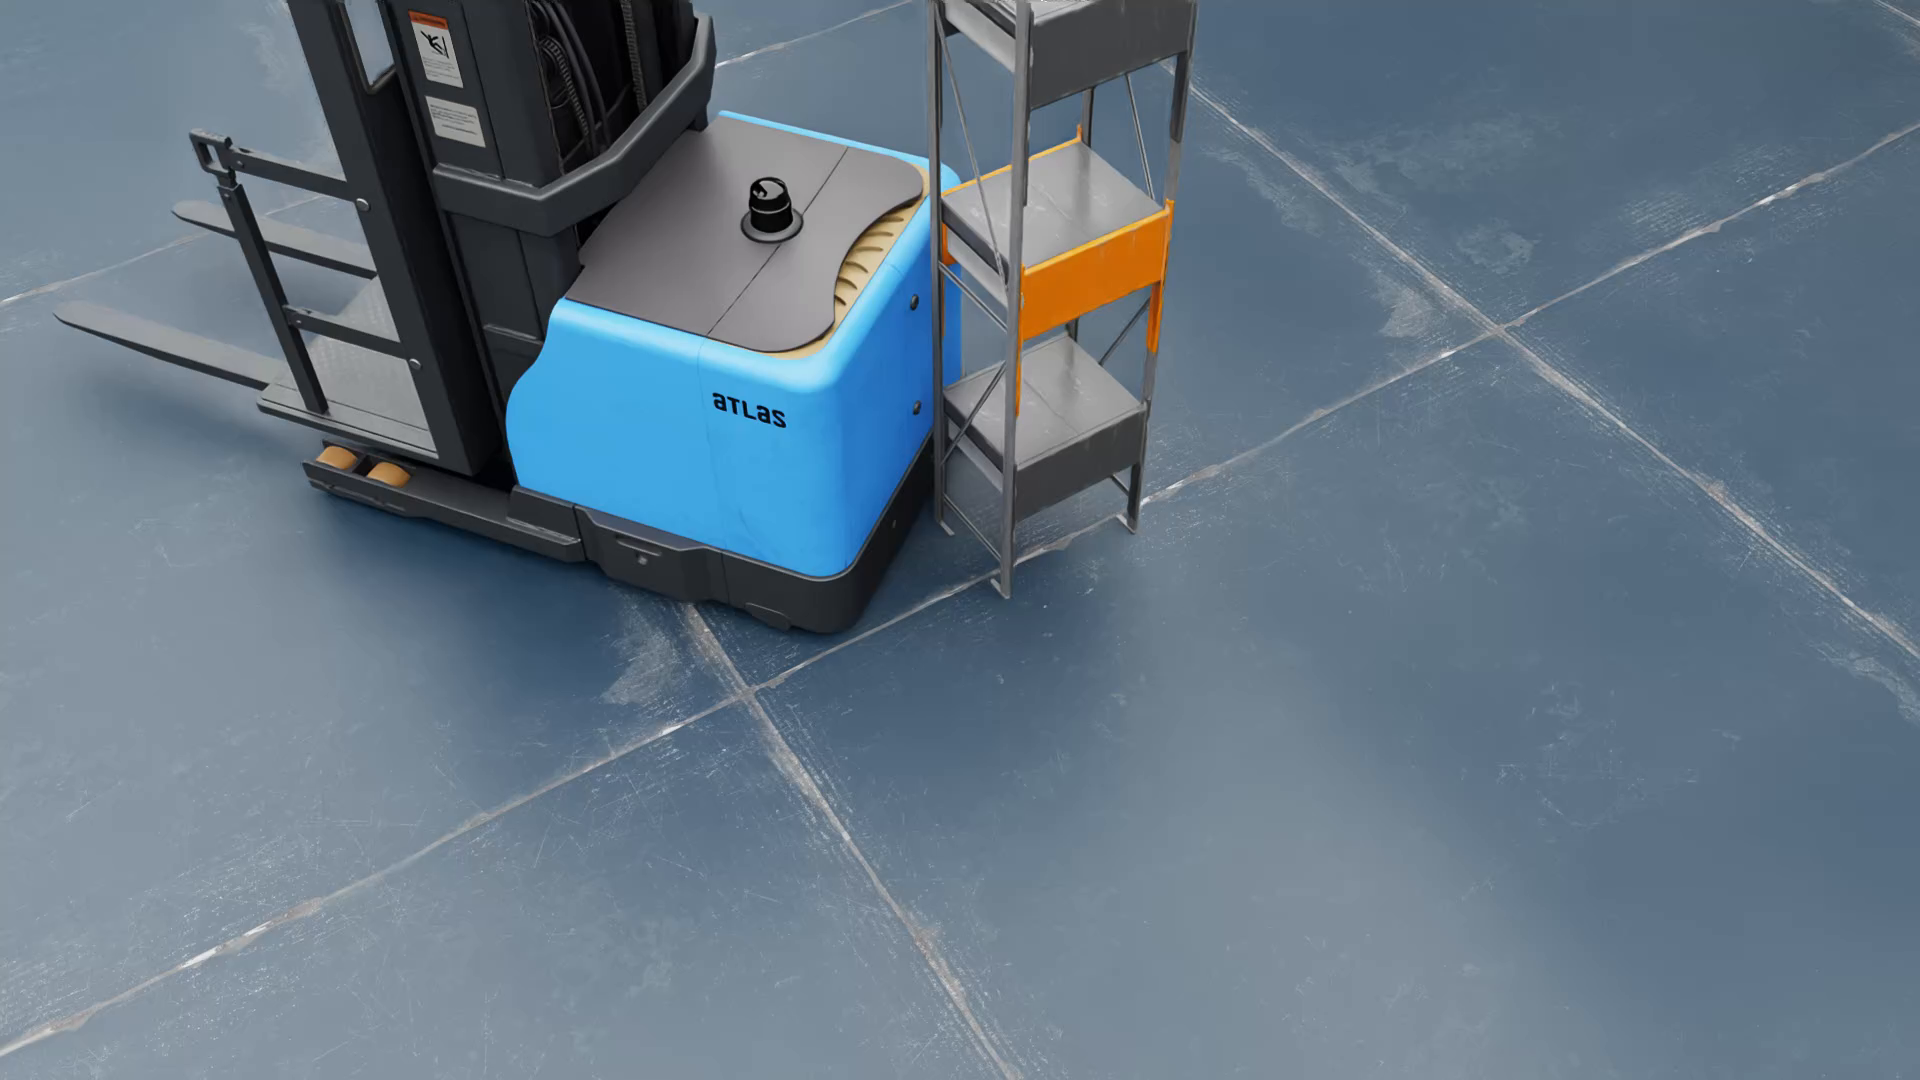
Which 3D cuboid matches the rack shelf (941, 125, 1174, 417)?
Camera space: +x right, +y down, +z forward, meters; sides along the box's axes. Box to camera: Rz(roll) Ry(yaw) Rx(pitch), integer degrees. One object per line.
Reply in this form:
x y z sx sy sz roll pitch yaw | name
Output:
0.240 -0.731 4.513 0.480 0.518 0.431 -26 53 -22 | rack shelf

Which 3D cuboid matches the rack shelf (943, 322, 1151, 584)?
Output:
0.240 -0.265 5.036 0.480 0.518 0.431 -26 53 -22 | rack shelf

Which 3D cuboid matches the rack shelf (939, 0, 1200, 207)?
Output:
0.240 -1.197 3.991 0.480 0.518 0.431 -26 53 -22 | rack shelf

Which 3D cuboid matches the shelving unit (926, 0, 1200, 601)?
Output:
0.240 -0.740 4.503 0.503 2.100 0.431 -26 53 -22 | shelving unit

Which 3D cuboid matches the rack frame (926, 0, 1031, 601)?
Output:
0.037 -0.639 4.413 0.015 2.100 0.400 -26 53 -22 | rack frame

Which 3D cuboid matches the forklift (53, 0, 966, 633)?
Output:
-1.550 -1.410 4.543 3.031 2.935 1.130 17 50 14 | forklift

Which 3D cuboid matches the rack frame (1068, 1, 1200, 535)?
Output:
0.443 -0.841 4.593 0.015 2.100 0.400 -26 53 -22 | rack frame
